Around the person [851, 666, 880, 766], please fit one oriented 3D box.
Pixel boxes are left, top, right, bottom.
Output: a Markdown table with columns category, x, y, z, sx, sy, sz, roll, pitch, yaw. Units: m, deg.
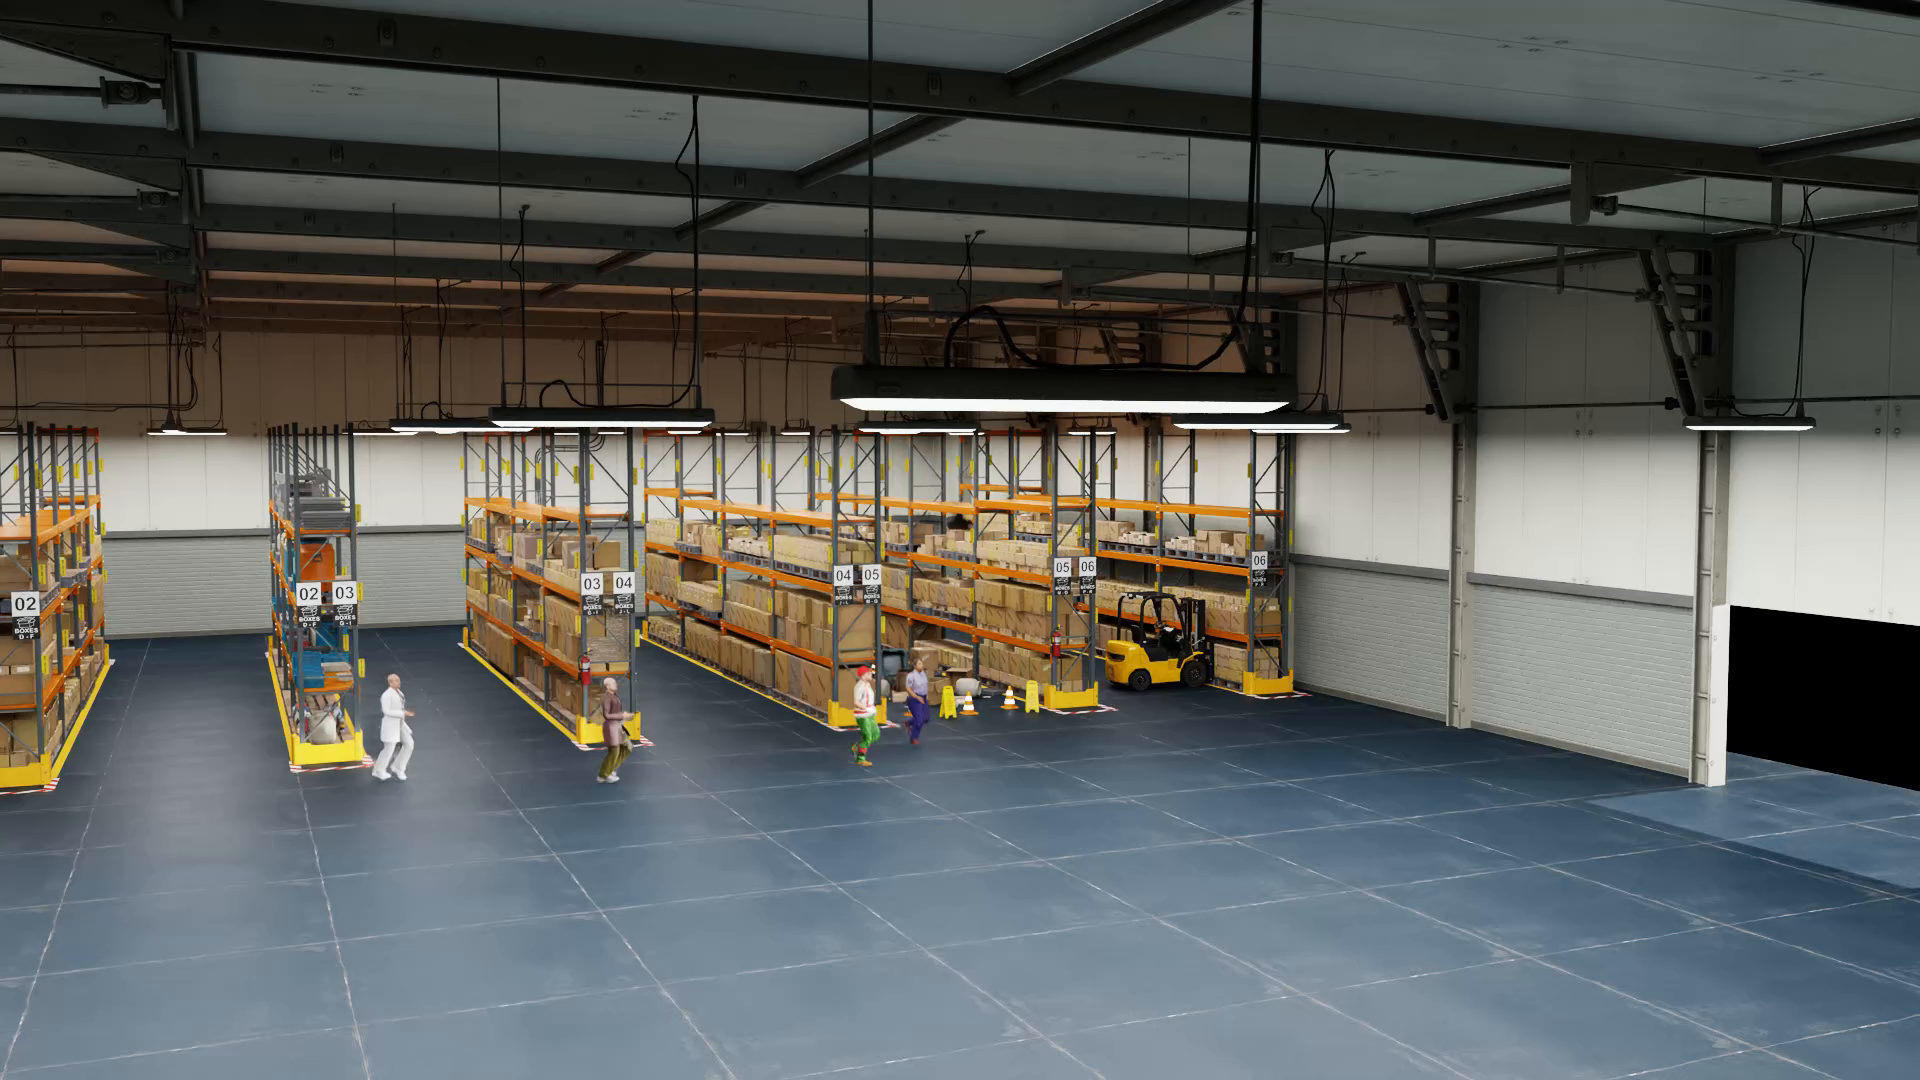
| category | x | y | z | sx | sy | sz | roll | pitch | yaw |
| --- | --- | --- | --- | --- | --- | --- | --- | --- | --- |
| person | -1.664 | 3.071 | 29.026 | 0.586 | 1.745 | 0.661 | 1 | 4 | 15 |

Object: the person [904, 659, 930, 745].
| category | x | y | z | sx | sy | sz | roll | pitch | yaw |
| --- | --- | --- | --- | --- | --- | --- | --- | --- | --- |
| person | -0.832 | 3.023 | 31.233 | 0.619 | 1.617 | 0.621 | 3 | 4 | 36 |

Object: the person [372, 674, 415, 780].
| category | x | y | z | sx | sy | sz | roll | pitch | yaw |
| --- | --- | --- | --- | --- | --- | --- | --- | --- | --- |
| person | -9.455 | 3.156 | 27.829 | 0.799 | 1.840 | 0.735 | 1 | 4 | 10 |

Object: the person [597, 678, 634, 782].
| category | x | y | z | sx | sy | sz | roll | pitch | yaw |
| --- | --- | --- | --- | --- | --- | --- | --- | --- | --- |
| person | -5.702 | 3.158 | 27.609 | 0.672 | 1.762 | 0.694 | 0 | 3 | 4 |
